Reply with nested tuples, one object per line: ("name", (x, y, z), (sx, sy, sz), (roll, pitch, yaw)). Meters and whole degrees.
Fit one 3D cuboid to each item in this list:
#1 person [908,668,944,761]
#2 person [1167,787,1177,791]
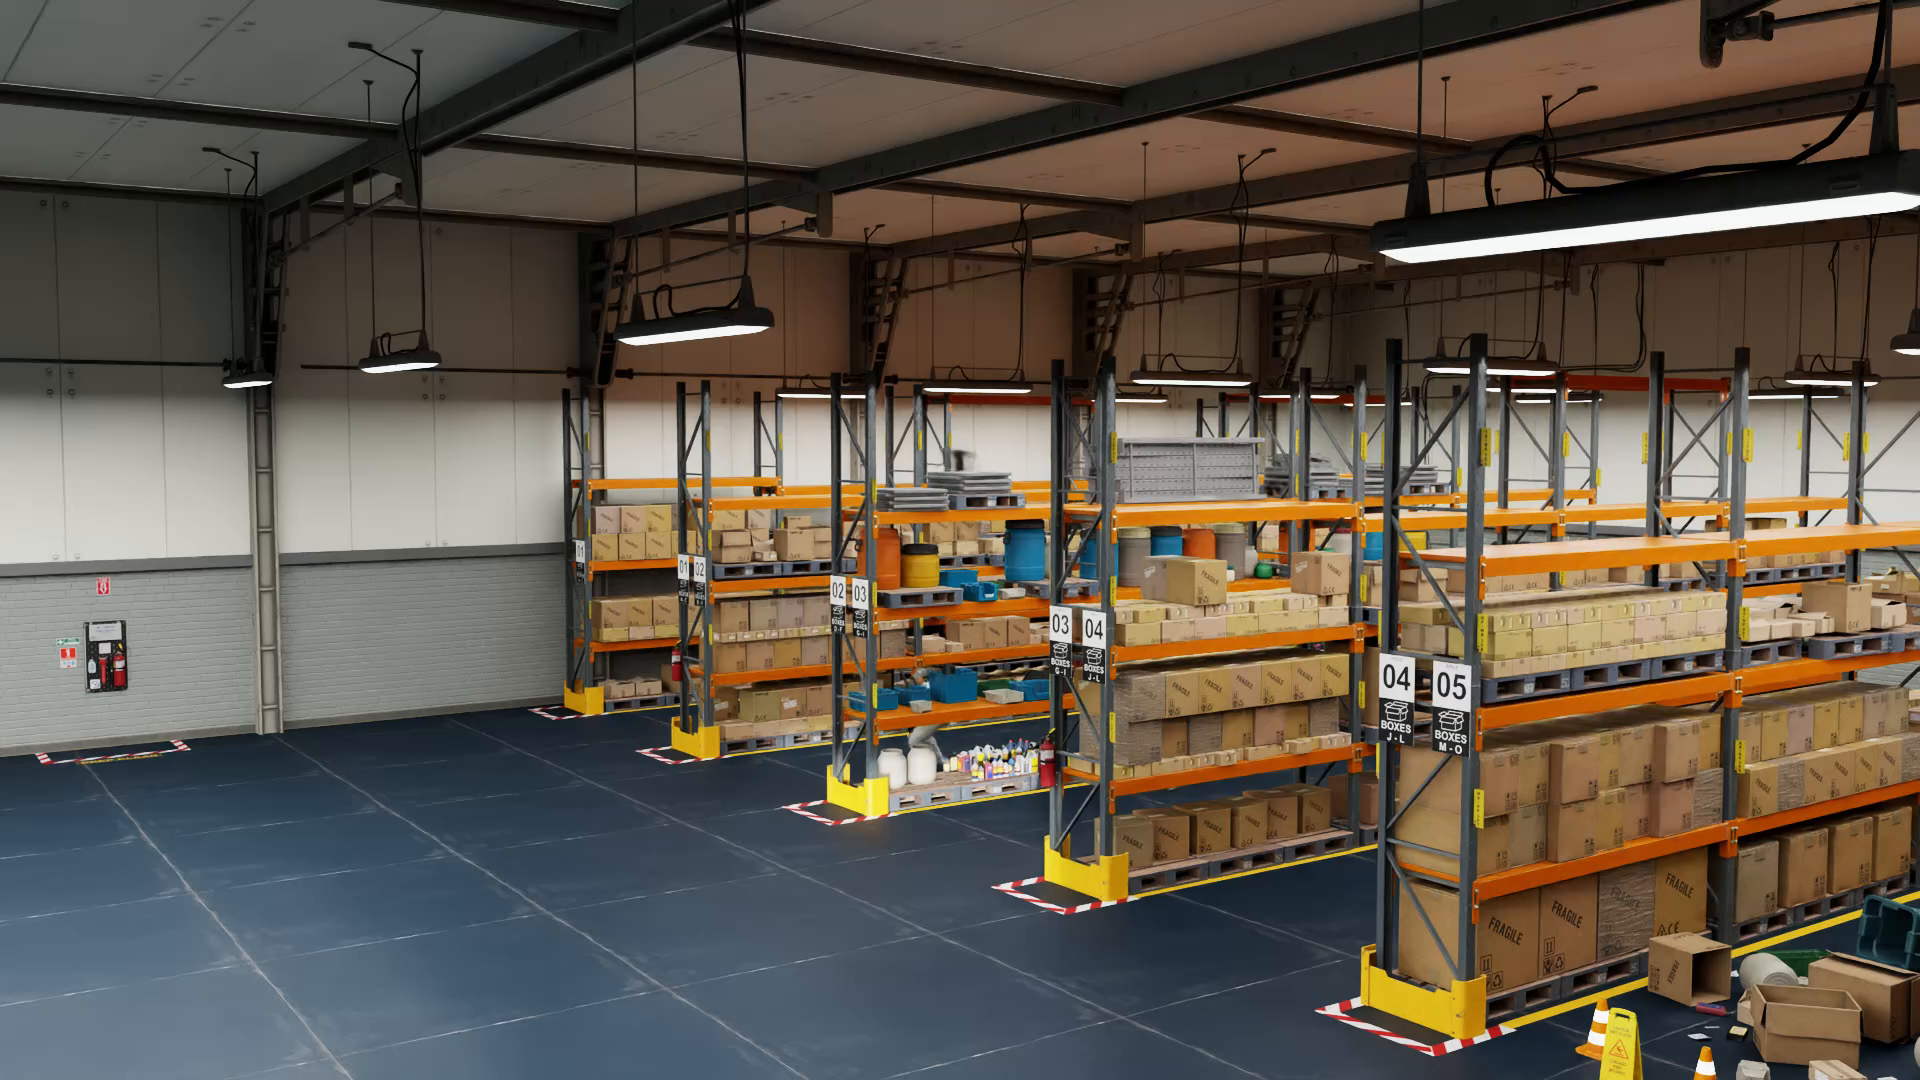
("person", (-0.512, 2.753, 25.572), (0.482, 1.610, 0.892), (1, 4, 8))
("person", (3.306, 2.864, 24.261), (1.017, 1.513, 0.605), (-4, 5, -44))
